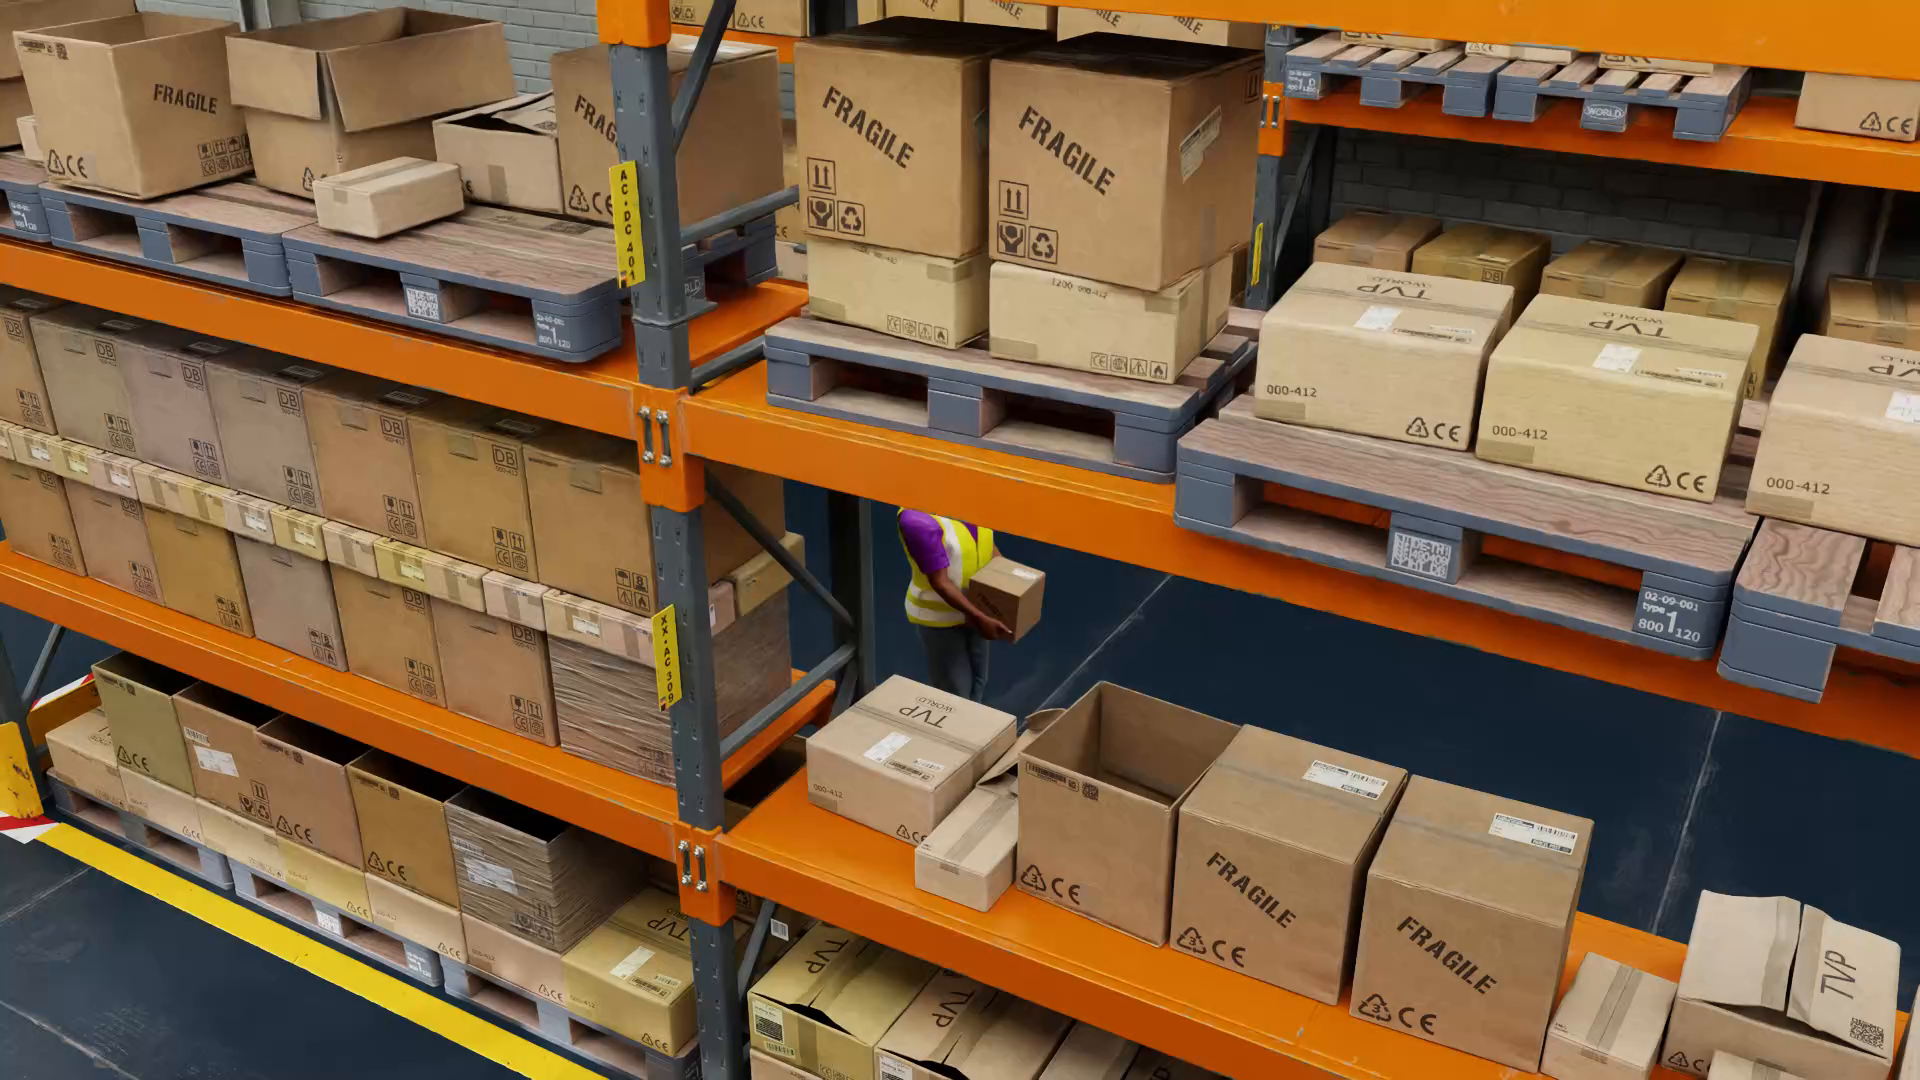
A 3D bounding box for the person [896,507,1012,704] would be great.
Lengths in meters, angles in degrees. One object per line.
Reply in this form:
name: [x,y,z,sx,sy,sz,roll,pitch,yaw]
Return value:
person: [0.048,0.343,7.468,0.573,1.767,0.521,14,30,26]
